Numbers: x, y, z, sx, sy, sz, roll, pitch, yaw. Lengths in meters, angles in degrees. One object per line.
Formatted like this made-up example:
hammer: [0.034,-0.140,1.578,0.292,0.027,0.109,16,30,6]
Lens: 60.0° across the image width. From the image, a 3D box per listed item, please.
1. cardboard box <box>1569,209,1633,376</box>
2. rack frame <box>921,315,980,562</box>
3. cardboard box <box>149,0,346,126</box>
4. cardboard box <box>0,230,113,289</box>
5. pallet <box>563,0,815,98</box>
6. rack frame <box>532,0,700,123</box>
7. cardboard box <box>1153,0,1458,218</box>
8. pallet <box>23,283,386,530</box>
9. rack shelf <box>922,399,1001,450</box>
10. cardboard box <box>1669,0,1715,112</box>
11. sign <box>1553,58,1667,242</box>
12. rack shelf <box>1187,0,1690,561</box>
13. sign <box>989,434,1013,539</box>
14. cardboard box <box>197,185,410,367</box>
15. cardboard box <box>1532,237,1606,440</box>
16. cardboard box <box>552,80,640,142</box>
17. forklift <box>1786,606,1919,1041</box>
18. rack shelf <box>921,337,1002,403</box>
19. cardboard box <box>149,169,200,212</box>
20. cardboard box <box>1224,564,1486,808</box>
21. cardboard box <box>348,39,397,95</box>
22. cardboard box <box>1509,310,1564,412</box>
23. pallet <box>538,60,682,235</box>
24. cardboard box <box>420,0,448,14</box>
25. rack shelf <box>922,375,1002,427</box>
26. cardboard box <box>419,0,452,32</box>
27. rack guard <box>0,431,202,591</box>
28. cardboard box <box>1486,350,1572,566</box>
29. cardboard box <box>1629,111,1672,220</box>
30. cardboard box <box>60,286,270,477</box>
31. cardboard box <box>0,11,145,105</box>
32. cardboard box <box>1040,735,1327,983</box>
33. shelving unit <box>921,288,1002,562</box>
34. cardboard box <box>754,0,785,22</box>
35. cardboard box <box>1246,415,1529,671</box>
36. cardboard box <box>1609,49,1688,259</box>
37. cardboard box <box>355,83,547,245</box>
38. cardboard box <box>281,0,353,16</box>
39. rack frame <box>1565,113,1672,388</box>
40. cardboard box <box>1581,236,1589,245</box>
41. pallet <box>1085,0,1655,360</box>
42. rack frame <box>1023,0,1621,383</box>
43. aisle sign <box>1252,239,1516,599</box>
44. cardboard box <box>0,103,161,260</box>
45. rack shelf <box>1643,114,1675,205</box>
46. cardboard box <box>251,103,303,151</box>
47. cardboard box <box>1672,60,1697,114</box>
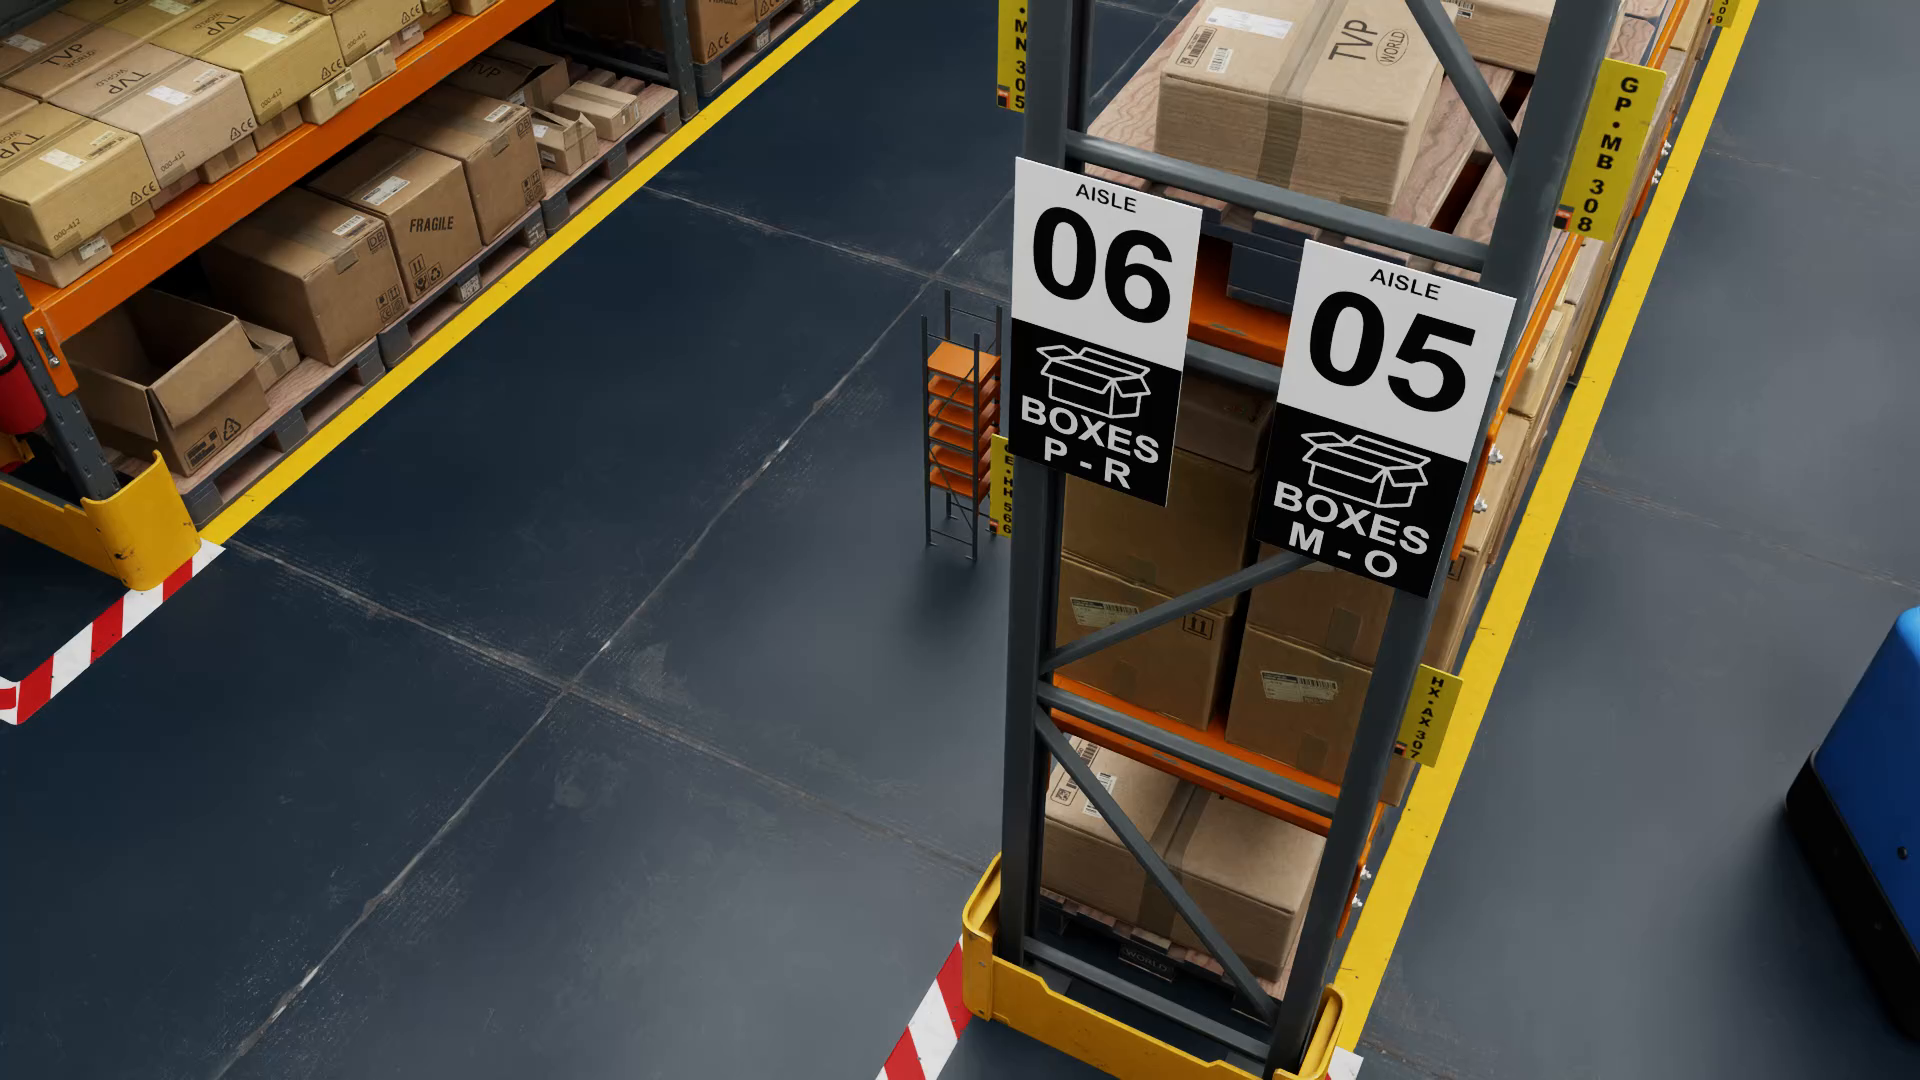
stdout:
cardboard box: [2.007,-0.975,5.814,0.500,0.500,0.500,20,49,18]
rack frame: [-0.036,-0.373,6.555,0.240,1.200,0.006,20,49,19]
cardboard box: [-2.889,-1.967,6.762,0.500,0.250,0.500,20,49,18]
cardboard box: [-3.409,-1.109,6.193,0.380,0.149,0.250,20,49,19]
pallet: [-1.604,-3.145,9.990,1.003,0.211,1.213,20,49,19]
rack frame: [-1.948,-3.601,8.479,1.000,3.000,0.127,20,49,19]
cardboard box: [0.723,-0.942,3.483,0.500,0.250,0.500,16,48,15]
pallet: [-3.400,-0.651,7.525,1.003,0.211,1.213,20,49,19]
rack shelf: [0.007,-0.484,6.558,0.258,0.103,0.180,20,49,19]
cardboard box: [2.476,-1.962,6.087,0.500,0.500,0.500,20,49,19]
sign: [1.082,-0.647,2.781,0.100,0.325,0.005,20,49,19]
rack shelf: [1.522,-1.506,4.806,1.077,0.370,4.000,20,49,19]
sign: [0.120,-0.122,4.061,0.100,0.325,0.005,20,49,19]
cardboard box: [-3.005,-1.229,7.598,0.700,0.500,0.500,22,49,21]
cardboard box: [1.535,-0.694,4.833,0.500,0.500,0.500,20,49,19]
cardboard box: [-1.946,-2.298,8.901,0.380,0.149,0.250,19,48,18]
forklift: [4.520,0.190,4.781,3.031,2.935,1.130,-4,45,-4]
rack shelf: [0.007,-0.653,6.388,0.258,0.103,0.180,20,49,19]
cardboard box: [-3.241,-1.461,6.542,0.380,0.149,0.250,20,49,19]
cardboard box: [1.071,0.313,4.541,0.500,0.500,0.500,20,49,19]
cardboard box: [-2.663,-2.077,7.150,0.380,0.149,0.250,22,49,20]
cardboard box: [1.285,-0.506,4.191,0.380,0.149,0.250,22,49,20]
pallet: [-2.267,-2.188,9.044,1.003,0.211,1.213,20,49,19]
cardboard box: [-2.431,-2.621,7.407,0.500,0.250,0.500,20,49,19]
rack shelf: [0.007,-0.568,6.473,0.258,0.103,0.180,20,49,19]
cardboard box: [-2.531,-2.433,7.502,0.380,0.149,0.250,21,49,20]
rack guard: [-3.769,-0.250,6.925,1.175,0.500,0.348,20,49,19]
cardboard box: [1.533,-0.329,5.176,0.500,0.500,0.500,20,49,19]
cardboard box: [2.462,-1.623,6.454,0.500,0.500,0.500,21,49,19]
cardboard box: [-3.437,-0.705,7.077,0.797,0.503,0.637,19,48,18]
cardboard box: [-3.586,-1.834,6.630,0.500,0.250,0.500,21,49,19]
cardboard box: [0.811,0.860,5.577,0.875,0.438,0.875,19,48,18]
shelving unit: [0.007,-0.431,6.612,0.258,1.200,0.189,20,49,19]
cardboard box: [-1.285,-3.439,9.782,0.500,0.500,0.500,20,49,19]
cardboard box: [1.069,-0.039,4.186,0.500,0.500,0.500,19,48,18]
cardboard box: [2.005,-1.321,5.454,0.500,0.500,0.500,21,49,20]
cardboard box: [-2.523,-1.883,8.244,0.700,0.500,0.500,19,48,18]
cardboard box: [-2.659,-2.538,6.798,0.500,0.500,0.500,22,49,20]
rack frame: [2.451,-1.964,6.862,1.000,3.000,0.127,20,49,19]
cardboard box: [1.619,-1.003,4.683,0.380,0.149,0.250,21,49,19]
pallet: [0.929,-0.938,3.802,1.003,0.211,1.213,20,49,19]
rack frame: [0.594,-1.553,2.238,1.000,3.000,0.127,20,49,19]
aisle sign: [0.817,-0.217,3.308,0.394,0.787,0.004,20,49,19]
cardboard box: [-3.355,-1.329,6.131,0.500,0.250,0.500,21,49,19]
rack shelf: [3.379,-2.971,8.363,1.077,0.370,4.000,20,49,19]
cardboard box: [-2.951,-1.770,6.846,0.380,0.149,0.250,21,49,20]
cardboard box: [2.889,-2.101,7.103,0.500,0.250,0.500,19,48,18]
